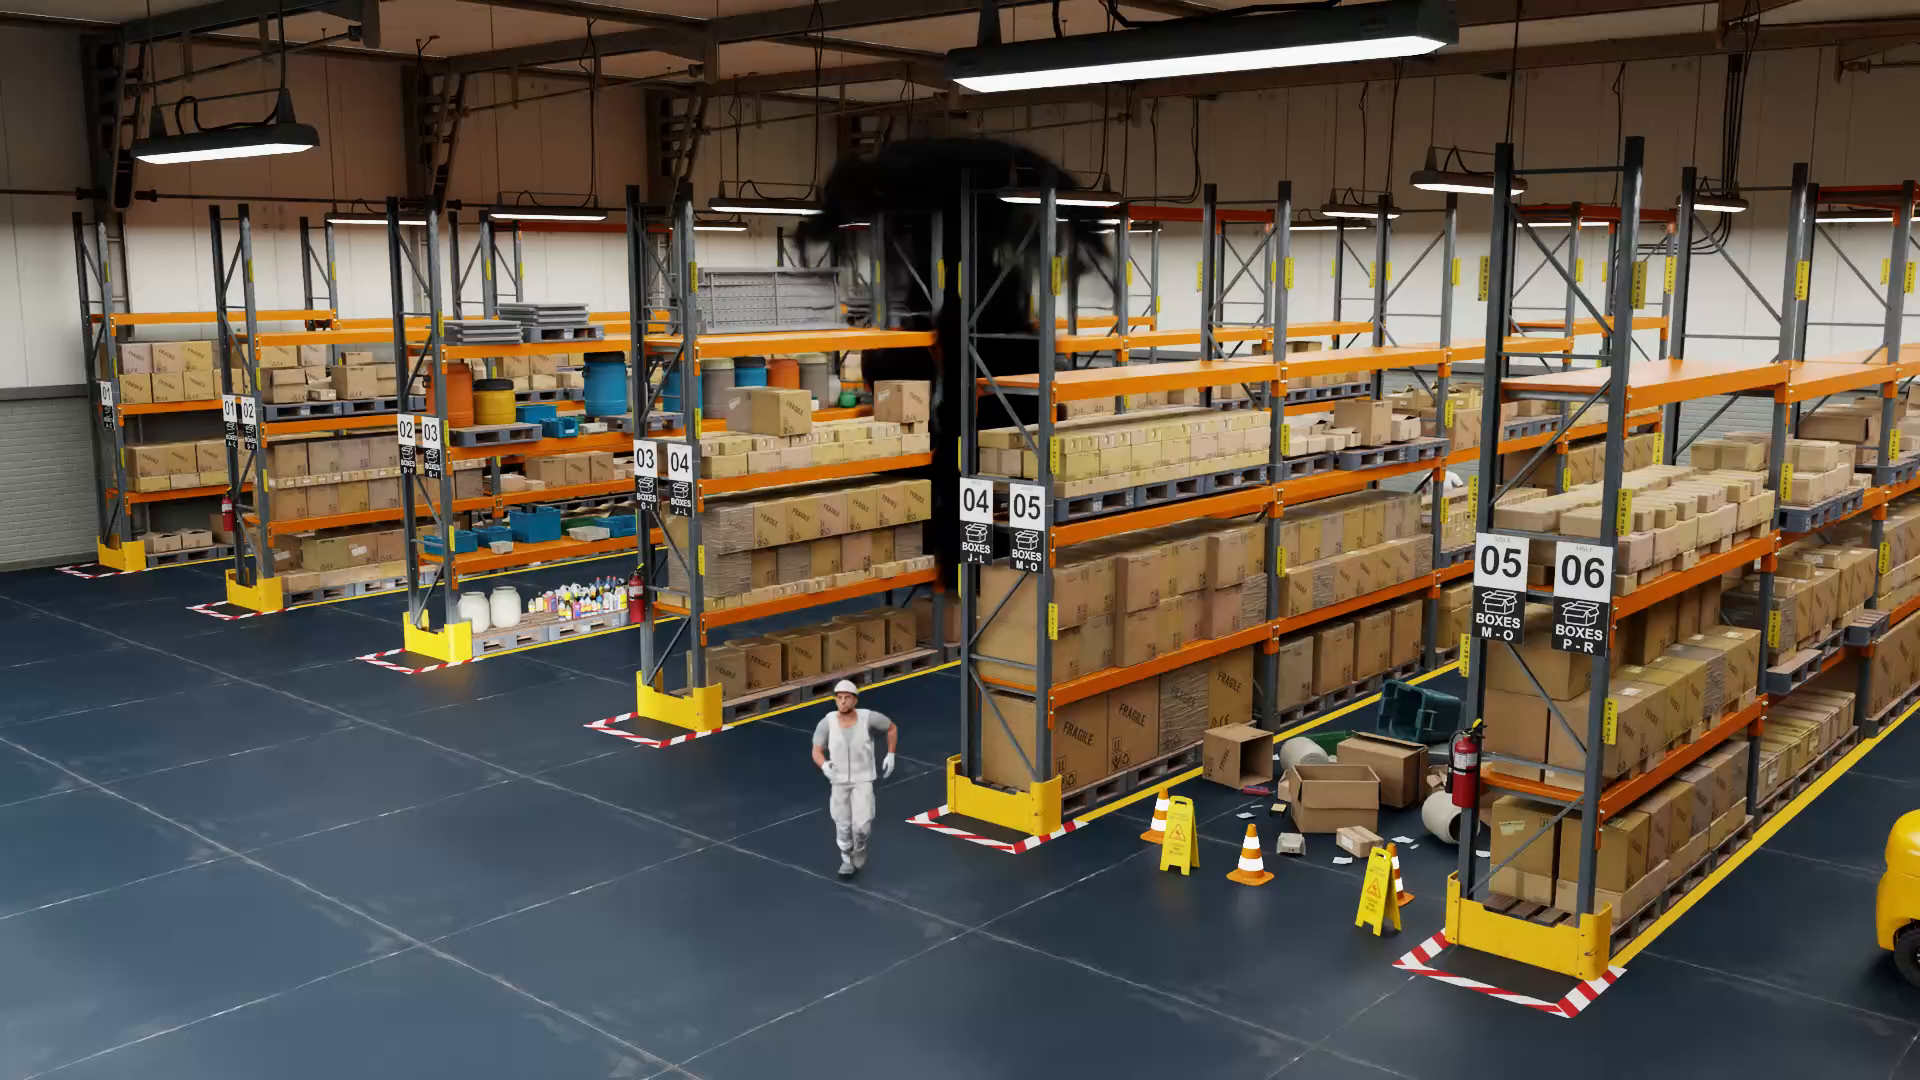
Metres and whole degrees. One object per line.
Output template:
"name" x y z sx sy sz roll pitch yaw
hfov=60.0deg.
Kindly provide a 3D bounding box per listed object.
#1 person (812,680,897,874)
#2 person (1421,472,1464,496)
"person" -0.890 2.016 13.858 0.690 1.735 0.759 1 10 4
"person" 8.653 -0.619 29.773 0.764 1.712 1.011 2 10 10
